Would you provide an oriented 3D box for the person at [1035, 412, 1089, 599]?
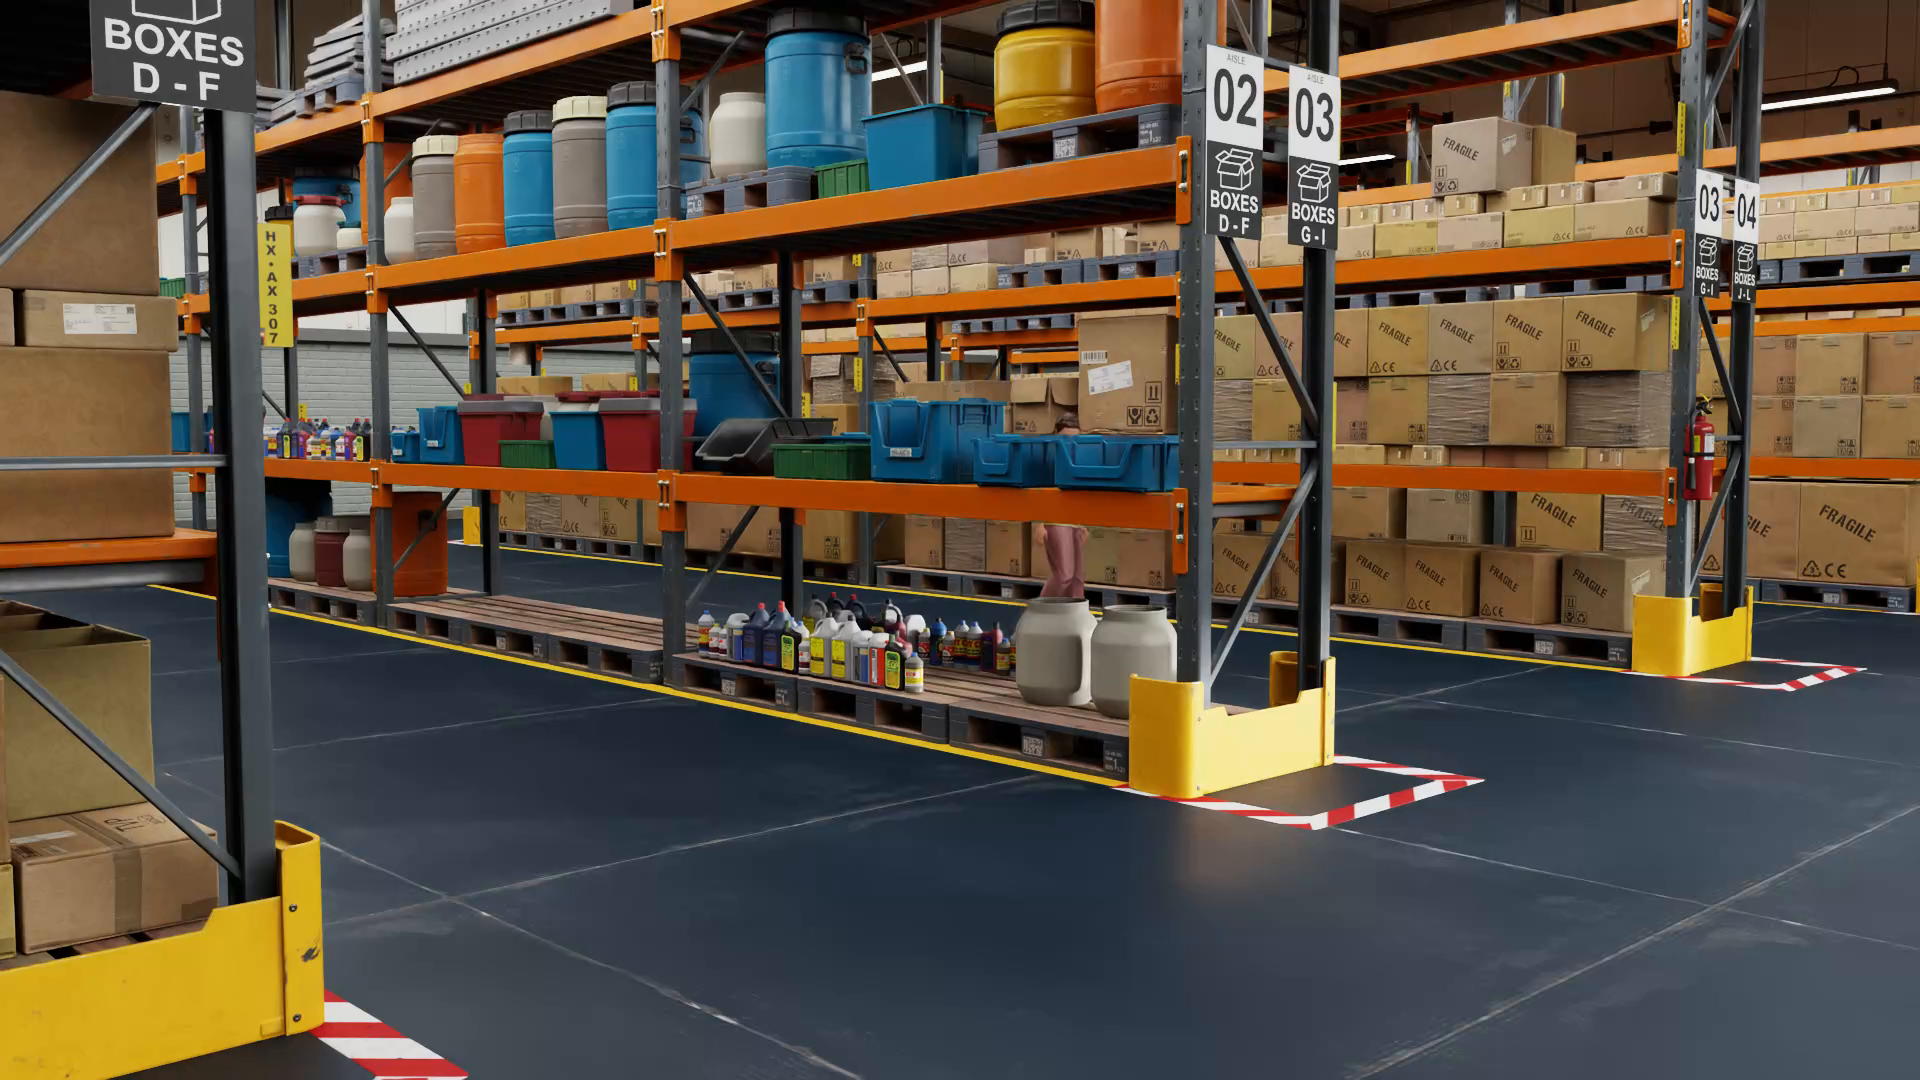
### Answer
[{"bbox_3d":[0.734,-0.074,11.878,0.457,1.668,0.549,2,5,28],"label":"person"}]
